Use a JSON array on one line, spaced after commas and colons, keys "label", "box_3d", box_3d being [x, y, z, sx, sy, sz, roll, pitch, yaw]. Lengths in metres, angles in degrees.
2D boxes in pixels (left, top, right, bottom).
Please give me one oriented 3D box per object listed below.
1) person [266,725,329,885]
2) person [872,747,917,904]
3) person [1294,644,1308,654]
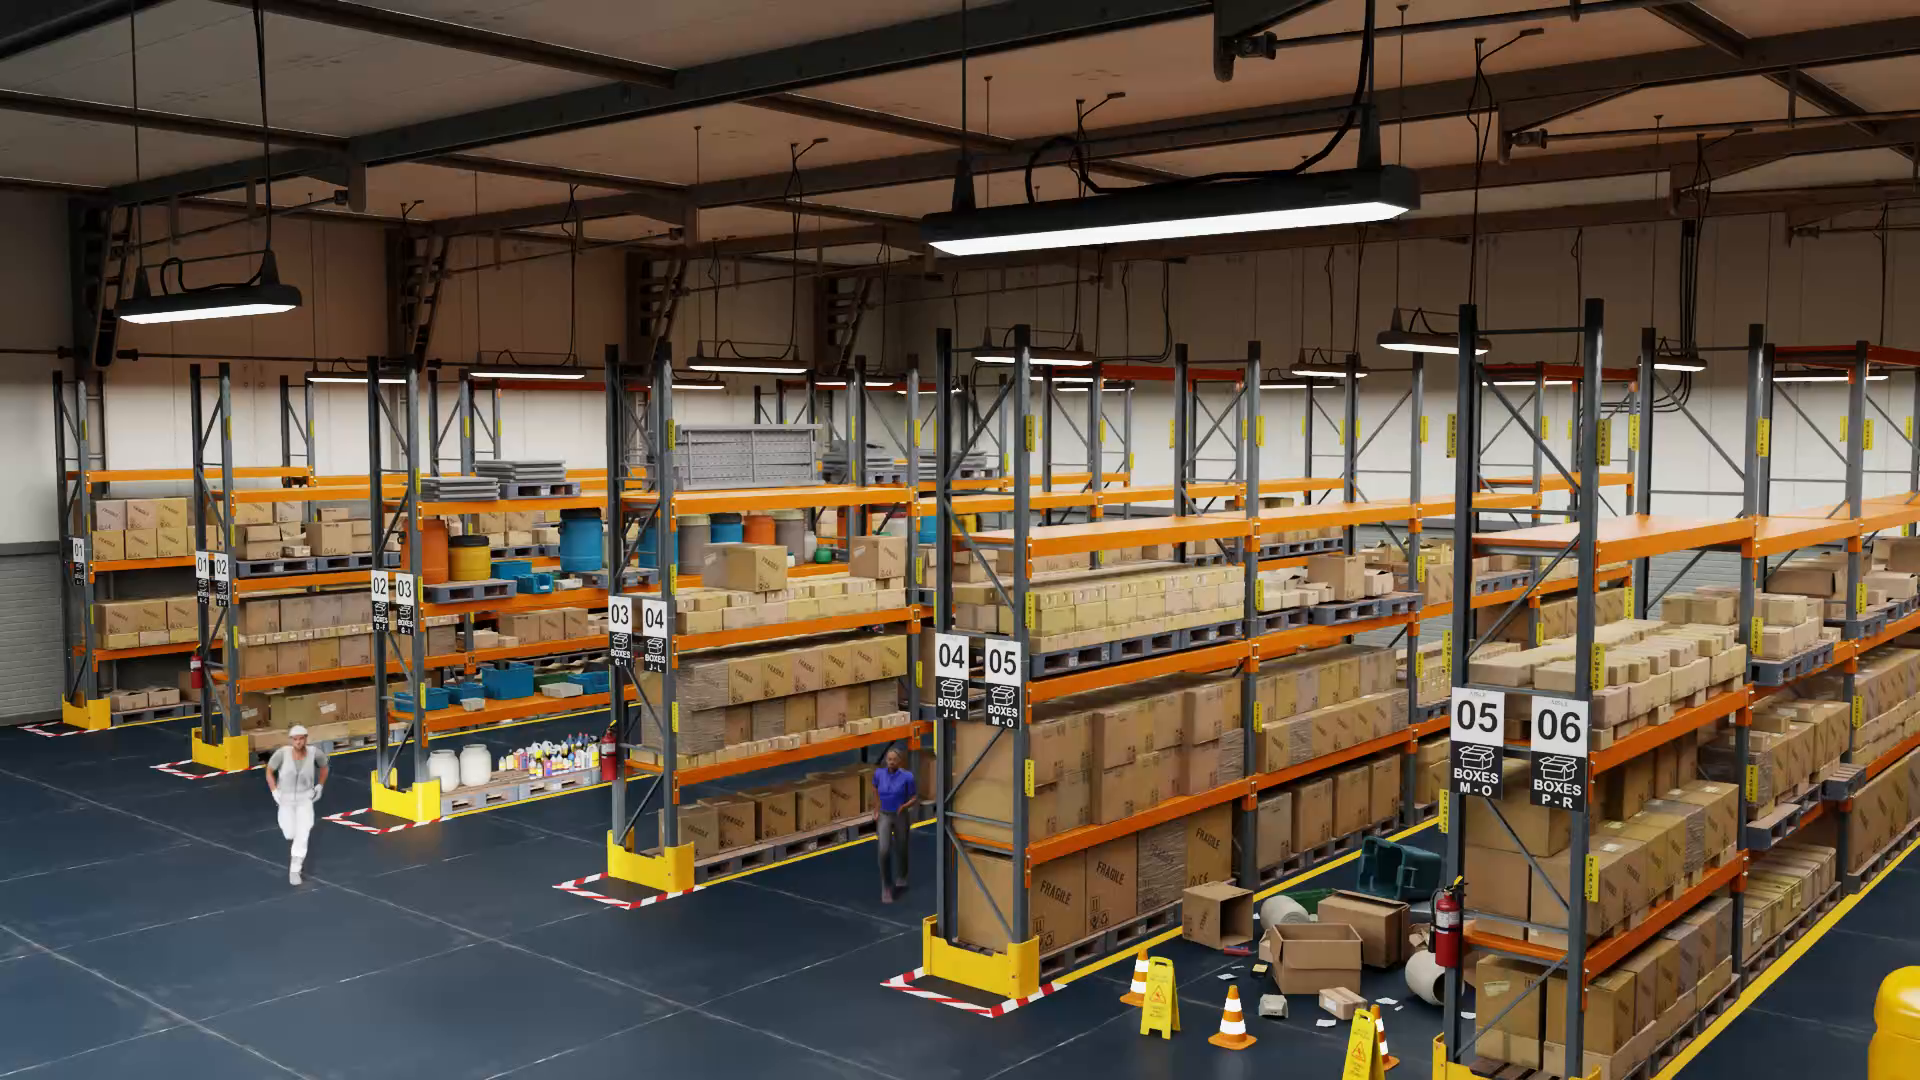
[{"label": "person", "box_3d": [-7.517, 2.946, 18.896, 0.661, 1.770, 0.985, -1, 4, -19]}, {"label": "person", "box_3d": [-0.711, 3.071, 17.985, 0.507, 1.706, 0.832, 0, 4, 1]}, {"label": "person", "box_3d": [5.440, 2.438, 26.592, 0.600, 1.628, 0.538, 4, 6, 42]}]
